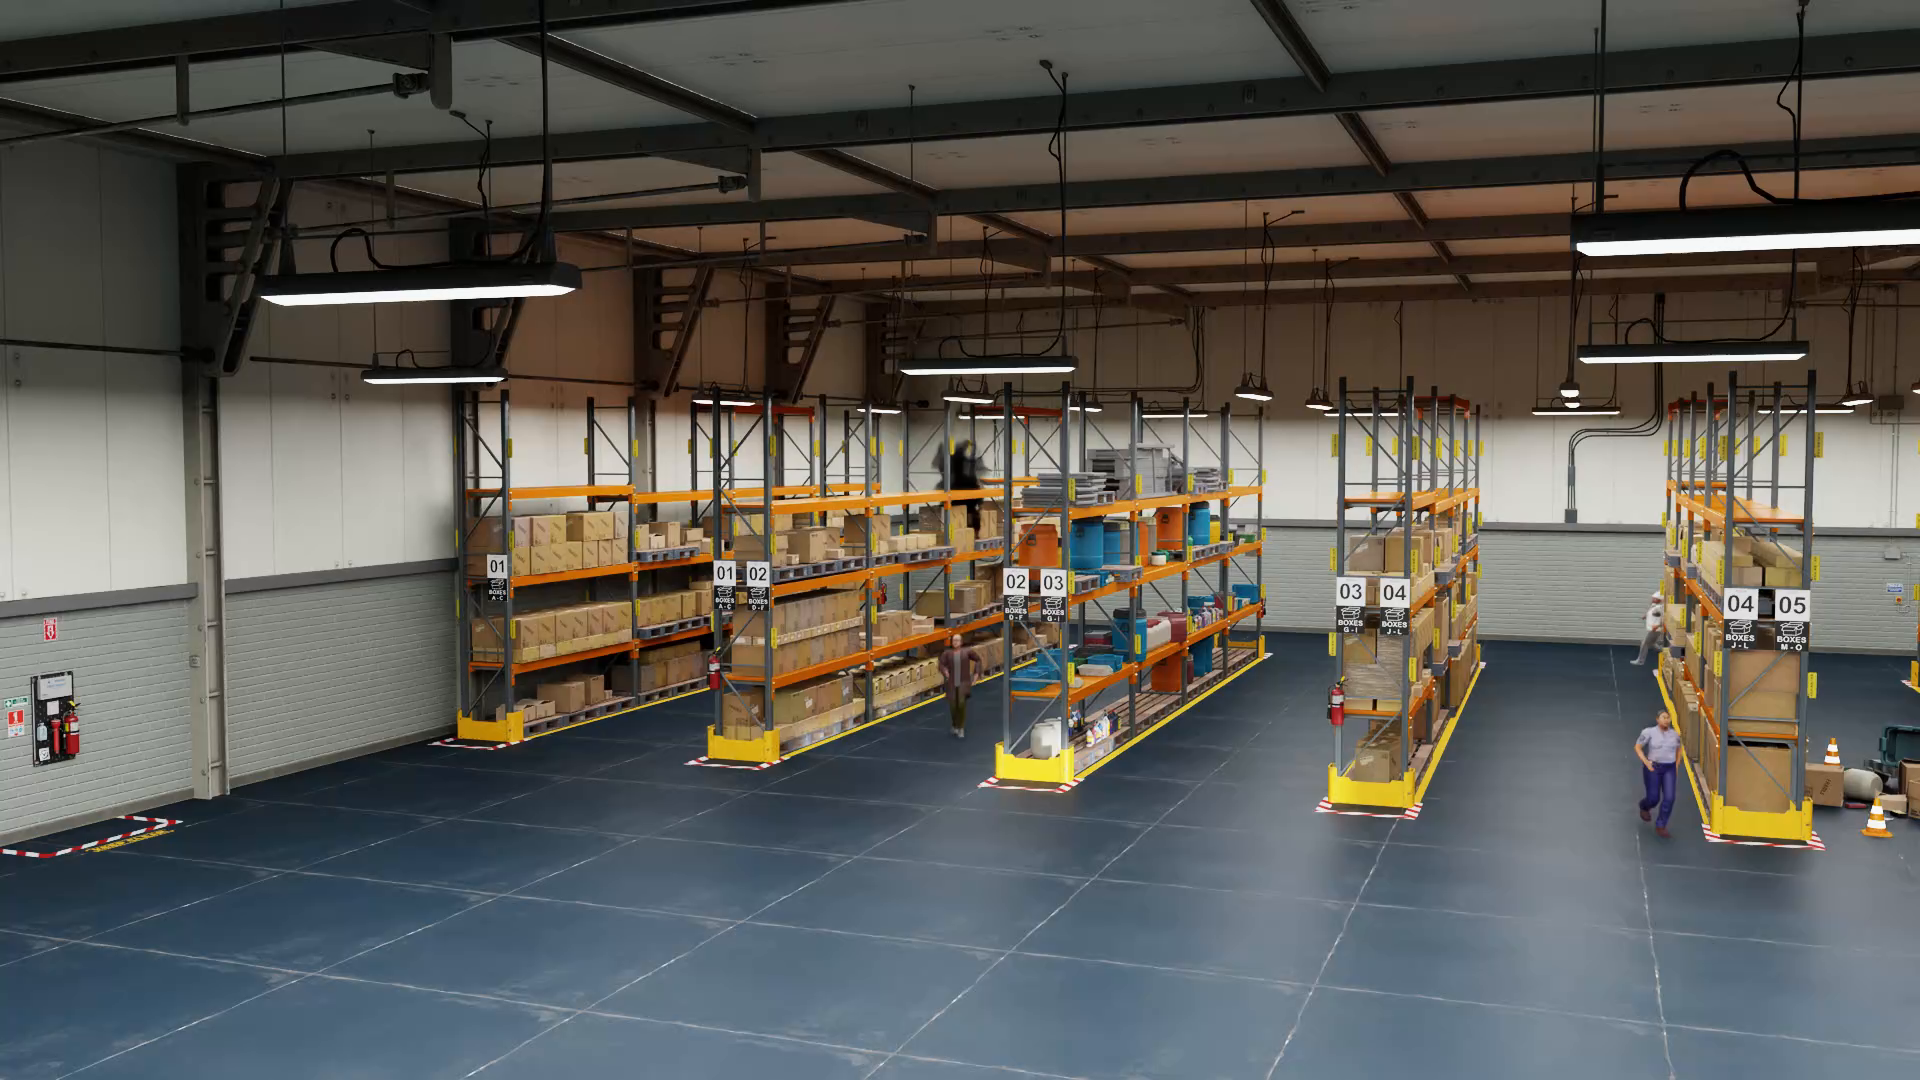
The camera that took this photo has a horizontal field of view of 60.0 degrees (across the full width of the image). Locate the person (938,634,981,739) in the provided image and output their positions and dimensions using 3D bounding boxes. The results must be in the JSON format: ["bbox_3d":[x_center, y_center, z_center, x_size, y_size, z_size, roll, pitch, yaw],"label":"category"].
[{"bbox_3d":[-0.030,2.541,28.865,0.720,1.809,0.794,1,3,13],"label":"person"}]

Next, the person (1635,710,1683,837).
[{"bbox_3d":[9.130,3.013,21.662,0.624,1.601,0.681,0,3,5],"label":"person"}]

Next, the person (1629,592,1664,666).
[{"bbox_3d":[15.790,2.033,37.903,0.924,1.716,0.722,1,3,15],"label":"person"}]
